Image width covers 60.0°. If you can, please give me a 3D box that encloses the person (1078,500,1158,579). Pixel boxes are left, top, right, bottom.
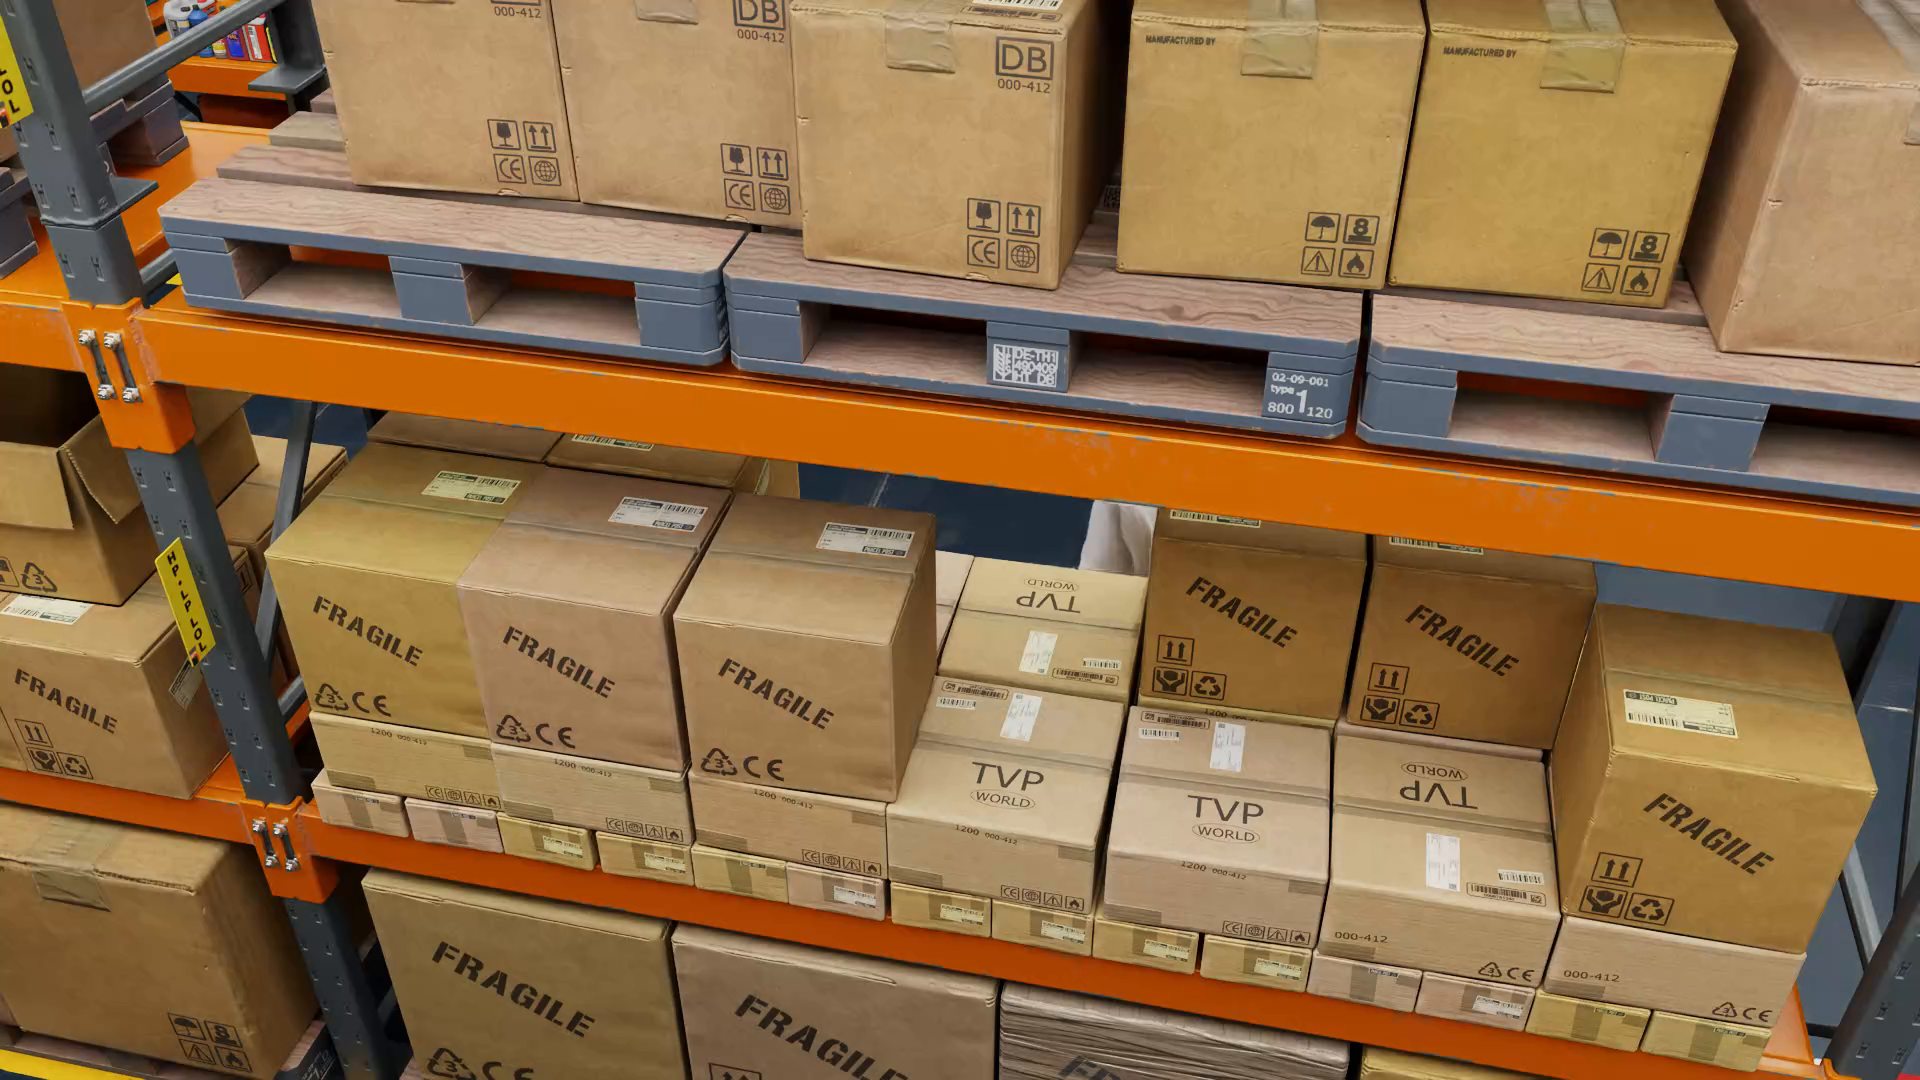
[{"bbox_3d":[0.610,0.186,5.908,0.542,1.770,0.676,-2,36,-2],"label":"person"}]
